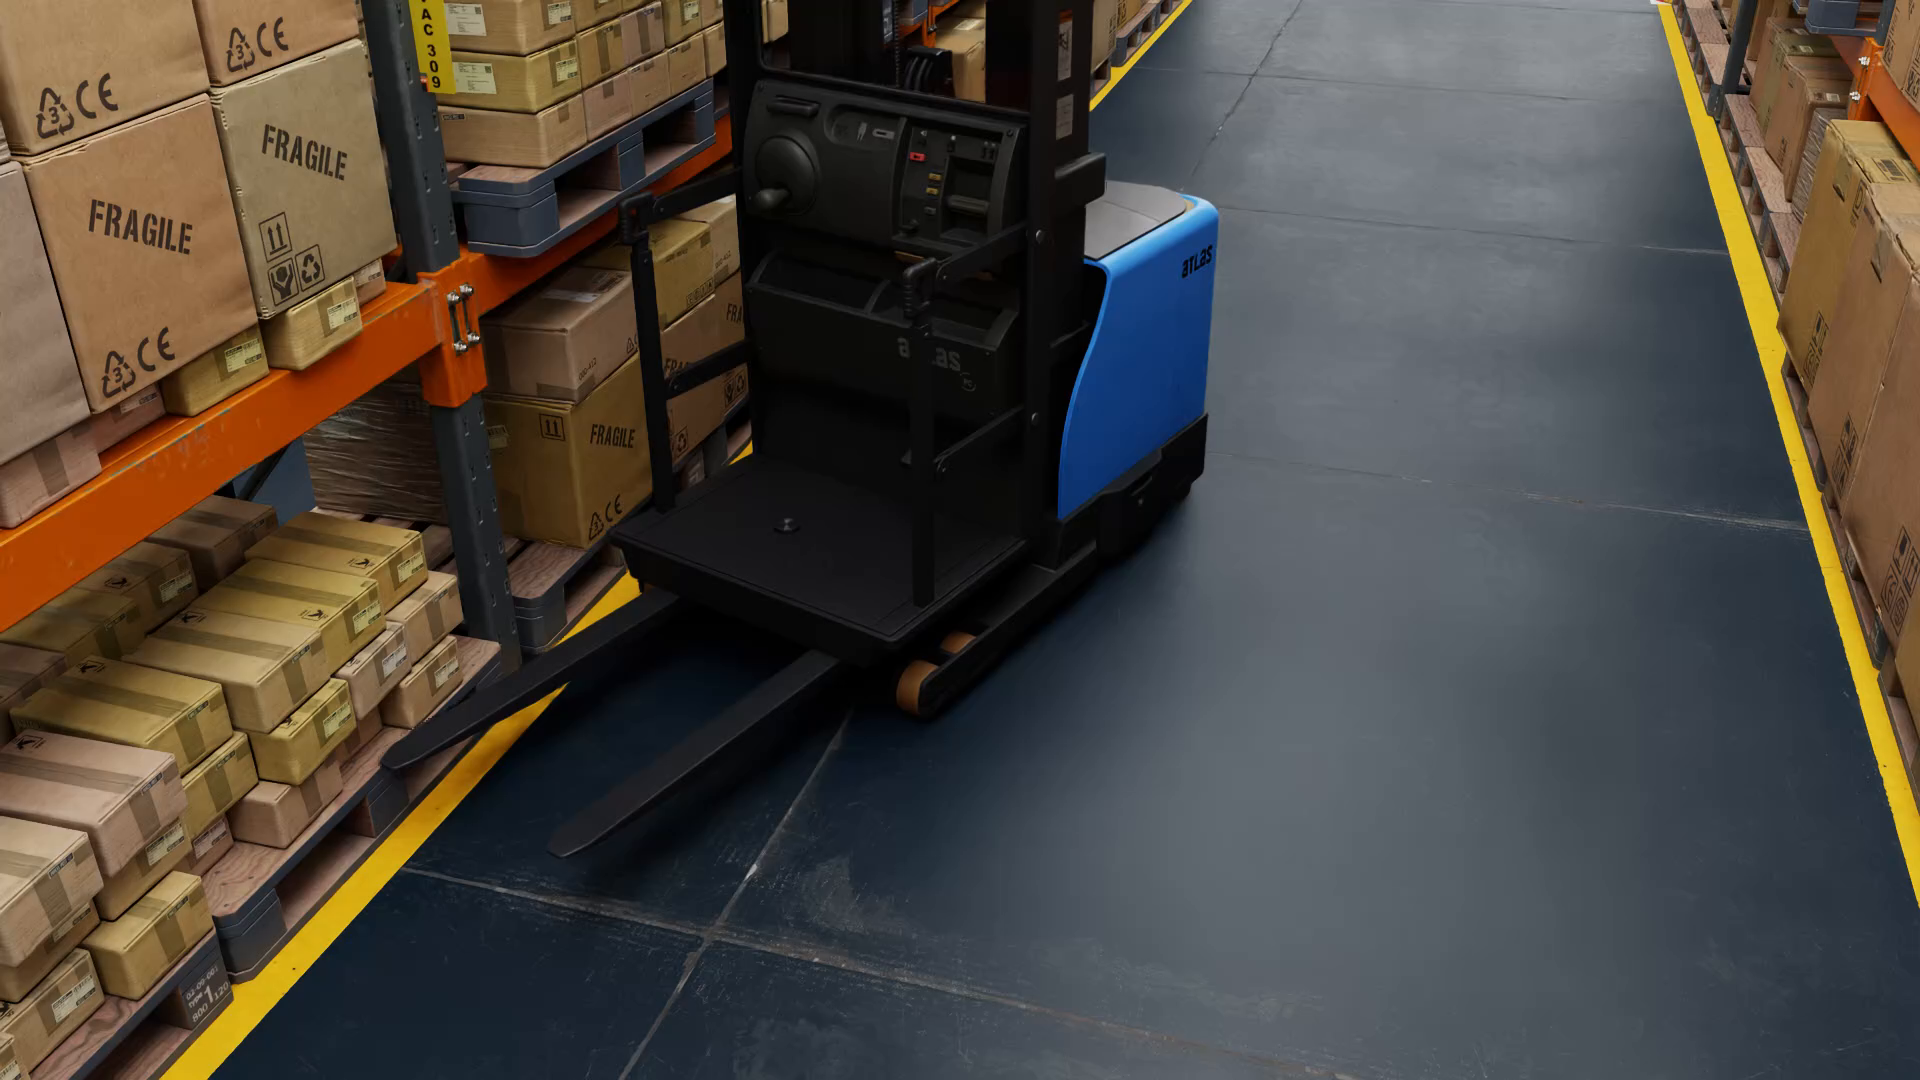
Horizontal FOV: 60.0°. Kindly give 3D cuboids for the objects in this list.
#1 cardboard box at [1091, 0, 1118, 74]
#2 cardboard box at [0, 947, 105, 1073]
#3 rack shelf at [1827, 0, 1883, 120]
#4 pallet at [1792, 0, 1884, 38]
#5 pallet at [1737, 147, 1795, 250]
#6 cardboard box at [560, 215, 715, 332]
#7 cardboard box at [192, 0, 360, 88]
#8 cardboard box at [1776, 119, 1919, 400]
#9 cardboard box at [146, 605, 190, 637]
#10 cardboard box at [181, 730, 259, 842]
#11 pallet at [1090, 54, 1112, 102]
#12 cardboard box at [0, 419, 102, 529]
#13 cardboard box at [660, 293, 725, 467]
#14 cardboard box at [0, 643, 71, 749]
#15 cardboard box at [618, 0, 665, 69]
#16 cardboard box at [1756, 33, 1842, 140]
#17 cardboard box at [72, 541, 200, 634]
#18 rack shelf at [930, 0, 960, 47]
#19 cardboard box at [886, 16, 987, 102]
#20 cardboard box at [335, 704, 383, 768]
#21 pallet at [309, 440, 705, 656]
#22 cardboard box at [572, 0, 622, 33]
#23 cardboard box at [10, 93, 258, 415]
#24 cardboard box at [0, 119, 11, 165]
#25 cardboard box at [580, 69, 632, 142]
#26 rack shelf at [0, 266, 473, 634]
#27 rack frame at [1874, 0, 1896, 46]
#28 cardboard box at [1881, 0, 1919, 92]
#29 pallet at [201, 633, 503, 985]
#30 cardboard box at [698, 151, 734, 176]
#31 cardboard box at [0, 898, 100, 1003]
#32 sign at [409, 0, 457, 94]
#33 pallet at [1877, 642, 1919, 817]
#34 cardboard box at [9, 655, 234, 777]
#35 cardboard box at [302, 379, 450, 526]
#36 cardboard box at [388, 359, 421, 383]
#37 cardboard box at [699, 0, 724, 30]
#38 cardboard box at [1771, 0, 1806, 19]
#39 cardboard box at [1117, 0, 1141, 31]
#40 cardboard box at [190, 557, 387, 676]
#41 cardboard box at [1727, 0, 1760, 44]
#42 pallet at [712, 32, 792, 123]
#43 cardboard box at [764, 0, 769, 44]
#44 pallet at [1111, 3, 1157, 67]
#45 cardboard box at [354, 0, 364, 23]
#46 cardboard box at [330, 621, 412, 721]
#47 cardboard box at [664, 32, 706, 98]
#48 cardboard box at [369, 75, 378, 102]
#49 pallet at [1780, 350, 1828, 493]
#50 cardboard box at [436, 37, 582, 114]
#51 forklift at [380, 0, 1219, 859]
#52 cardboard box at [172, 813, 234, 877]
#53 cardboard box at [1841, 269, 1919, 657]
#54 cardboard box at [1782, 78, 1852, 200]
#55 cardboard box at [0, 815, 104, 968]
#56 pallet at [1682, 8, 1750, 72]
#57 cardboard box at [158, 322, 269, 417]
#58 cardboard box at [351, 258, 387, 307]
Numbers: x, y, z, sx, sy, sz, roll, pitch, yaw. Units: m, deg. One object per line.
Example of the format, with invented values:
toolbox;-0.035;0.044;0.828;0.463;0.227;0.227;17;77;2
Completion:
cardboard box;0.450;-3.554;10.935;1.050;0.750;0.750;8;30;15
cardboard box;-2.036;0.949;3.460;0.380;0.149;0.250;9;30;16
rack shelf;4.671;-2.656;8.180;1.077;0.370;4.000;8;30;15
pallet;4.191;-2.304;7.003;1.213;0.211;1.003;8;30;15
pallet;4.675;-1.751;8.680;1.003;0.211;1.213;8;30;15
cardboard box;-1.179;-0.909;5.667;0.500;0.250;0.500;9;30;16
cardboard box;-1.682;-1.291;3.547;0.500;0.500;0.500;7;30;13
cardboard box;3.861;-0.979;6.177;1.225;0.875;0.875;7;30;13
cardboard box;-2.203;0.248;4.412;0.380;0.149;0.250;9;30;15
cardboard box;-1.887;0.544;3.881;0.380;0.149;0.250;9;30;15
pallet;0.392;-3.067;11.046;1.003;0.211;1.213;8;30;15
cardboard box;-1.920;-0.163;3.217;0.380;0.149;0.250;7;30;13
cardboard box;-1.178;-0.580;5.846;0.500;0.500;0.500;10;31;17
cardboard box;-2.321;0.364;3.898;0.380;0.149;0.250;8;30;14
cardboard box;-1.097;-1.499;4.879;0.380;0.149;0.250;9;30;16
cardboard box;4.899;-2.499;9.275;0.700;0.500;0.500;8;30;15
cardboard box;-2.239;0.115;4.346;0.380;0.149;0.250;10;31;17
rack shelf;-0.041;-3.411;9.536;1.077;0.370;4.000;8;30;15
cardboard box;-0.363;-2.267;8.621;1.050;0.750;0.750;8;30;14
cardboard box;-1.748;0.465;4.329;0.380;0.149;0.250;9;30;16
pallet;-1.575;-0.081;5.678;1.003;0.211;1.213;8;30;15
cardboard box;-1.171;-1.519;4.609;0.380;0.149;0.250;9;30;16
cardboard box;-1.828;-0.605;3.342;0.500;0.500;0.500;8;30;13
cardboard box;-1.992;-0.814;2.690;0.500;0.500;0.500;9;30;16
cardboard box;-1.171;-1.258;4.752;0.380;0.149;0.250;9;30;16
rack shelf;-2.389;0.307;2.853;1.077;0.370;4.000;8;30;15
rack frame;4.084;-2.041;6.334;1.000;3.000;0.127;8;30;15
cardboard box;3.681;-1.898;5.973;0.500;0.500;0.500;9;30;16
pallet;-1.965;0.599;4.457;1.003;0.211;1.213;8;30;15
cardboard box;-0.880;-1.389;6.530;0.500;0.250;0.500;9;30;16
cardboard box;-2.041;0.787;3.444;0.380;0.149;0.250;7;30;12
sign;-1.281;-1.242;4.006;0.100;0.325;0.005;8;30;15
pallet;3.064;0.667;4.334;1.003;0.211;1.213;8;30;15
cardboard box;-1.912;0.418;3.801;0.380;0.149;0.250;9;30;17
cardboard box;-1.826;-0.408;5.537;0.500;0.500;0.500;8;30;14
cardboard box;-1.825;-0.738;5.359;0.500;0.250;0.500;8;30;14
cardboard box;-0.944;-1.746;5.323;0.380;0.149;0.250;10;31;17
cardboard box;5.414;-3.172;10.505;0.500;0.500;0.500;8;30;13
cardboard box;0.798;-4.192;11.954;0.875;0.875;0.875;9;30;16
cardboard box;-1.695;0.192;4.208;0.380;0.149;0.250;9;30;15
cardboard box;5.682;-3.738;11.524;0.500;0.500;0.500;6;30;10
pallet;-1.170;-1.786;6.073;1.003;0.211;1.213;8;30;15
cardboard box;-0.869;-1.736;5.611;0.380;0.149;0.250;8;30;14
pallet;0.844;-3.779;12.325;1.003;0.211;1.213;8;30;15
cardboard box;-1.871;-1.485;4.549;0.380;0.149;0.250;10;31;17
cardboard box;-1.658;0.314;4.294;0.380;0.149;0.250;7;30;12
cardboard box;-1.019;-1.490;5.169;0.380;0.149;0.250;9;30;15
cardboard box;-1.875;-1.224;4.690;0.380;0.149;0.250;8;30;14
pallet;3.780;-0.467;6.372;1.003;0.211;1.213;8;30;15
cardboard box;-1.247;-1.258;4.447;0.380;0.149;0.250;9;30;16
forklift;-0.360;-1.031;4.588;1.130;2.935;3.031;18;34;30
cardboard box;-1.957;0.702;3.903;0.380;0.149;0.250;8;30;14
cardboard box;3.340;-0.153;4.693;1.225;0.875;0.875;7;30;13
cardboard box;4.572;-1.979;8.341;0.700;0.500;0.500;11;31;19
cardboard box;-1.970;0.684;3.323;0.380;0.149;0.250;7;30;13
pallet;5.777;-3.568;11.946;1.003;0.211;1.213;8;30;15
cardboard box;-1.769;-0.410;3.660;0.380;0.149;0.250;10;31;17
cardboard box;-1.662;-0.661;4.111;0.380;0.149;0.250;8;30;14
